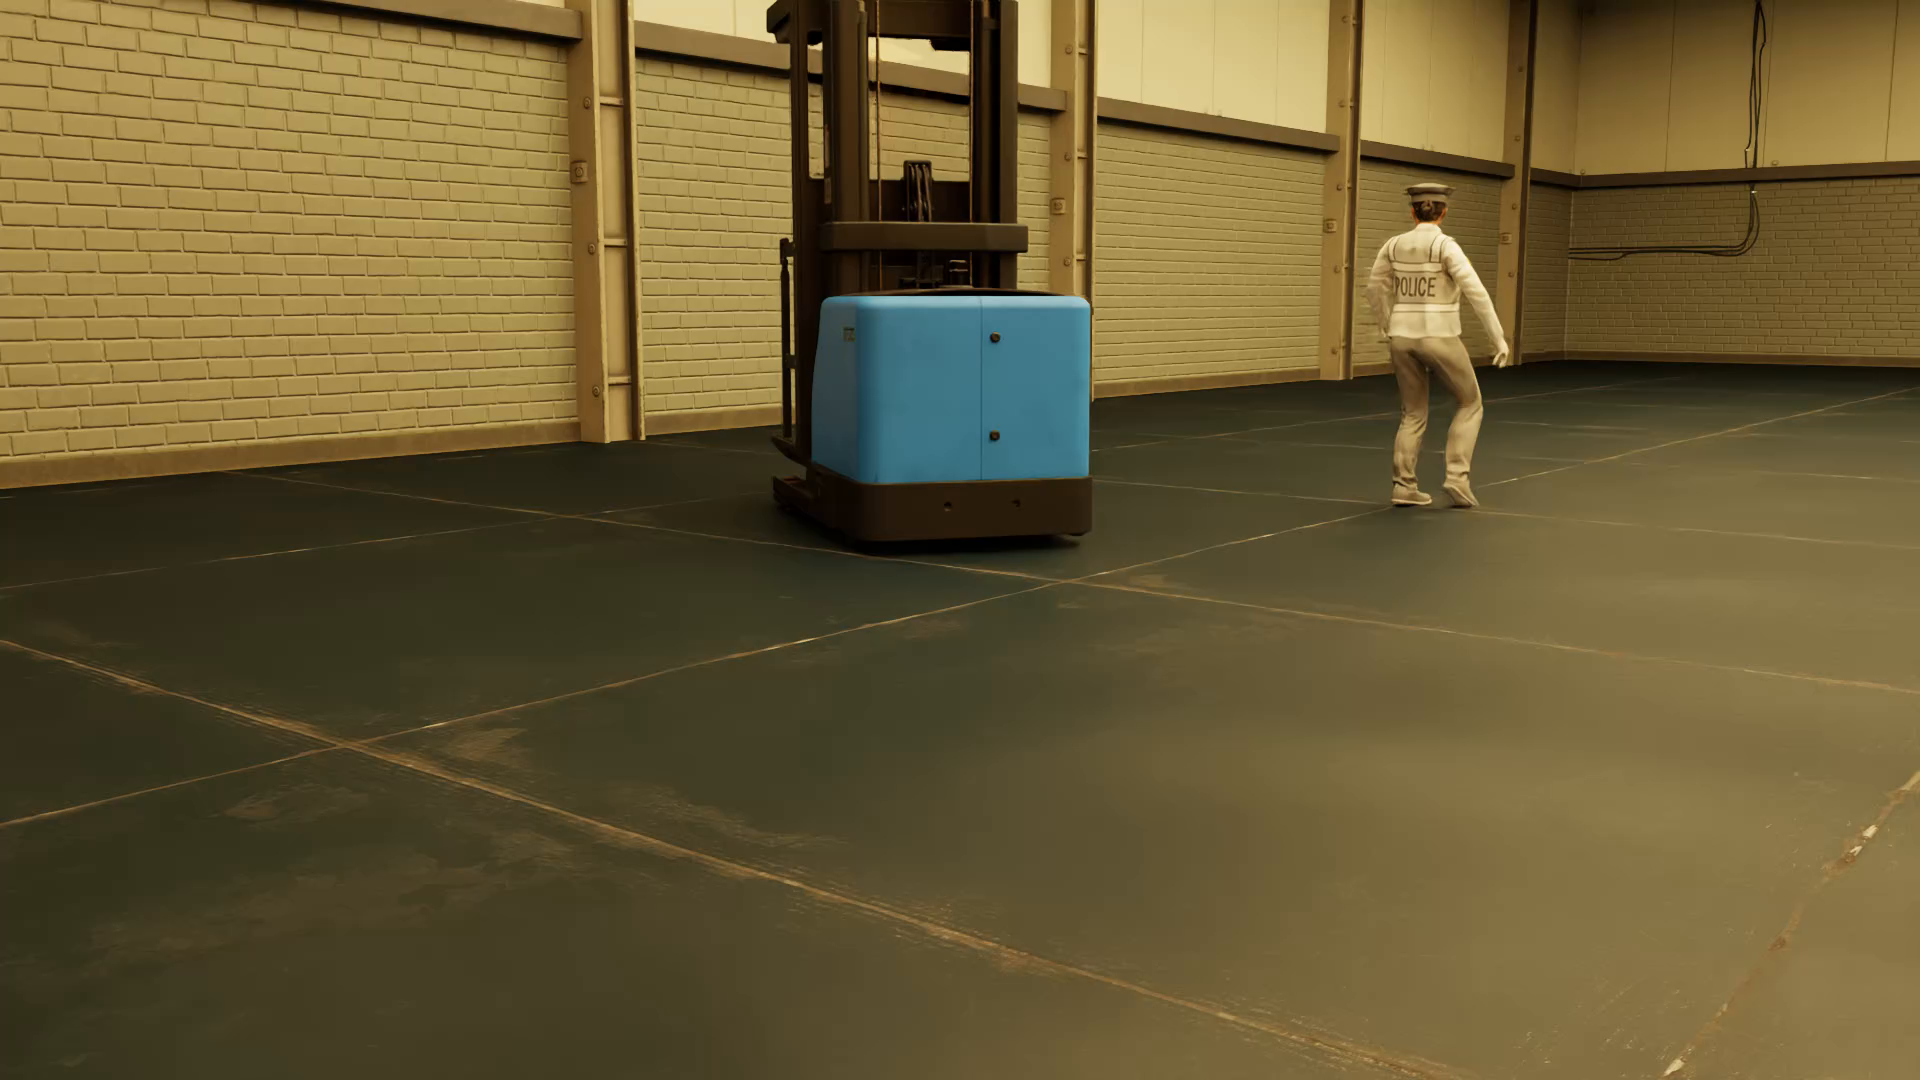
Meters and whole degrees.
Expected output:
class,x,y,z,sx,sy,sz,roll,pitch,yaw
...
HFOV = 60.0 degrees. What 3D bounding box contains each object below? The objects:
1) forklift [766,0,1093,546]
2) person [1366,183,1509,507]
class,x,y,z,sx,sy,sz,roll,pitch,yaw
forklift,-0.332,-1.600,8.216,1.130,2.935,3.031,-2,9,-16
person,2.415,-0.975,8.551,0.442,1.685,0.837,-7,11,-38
